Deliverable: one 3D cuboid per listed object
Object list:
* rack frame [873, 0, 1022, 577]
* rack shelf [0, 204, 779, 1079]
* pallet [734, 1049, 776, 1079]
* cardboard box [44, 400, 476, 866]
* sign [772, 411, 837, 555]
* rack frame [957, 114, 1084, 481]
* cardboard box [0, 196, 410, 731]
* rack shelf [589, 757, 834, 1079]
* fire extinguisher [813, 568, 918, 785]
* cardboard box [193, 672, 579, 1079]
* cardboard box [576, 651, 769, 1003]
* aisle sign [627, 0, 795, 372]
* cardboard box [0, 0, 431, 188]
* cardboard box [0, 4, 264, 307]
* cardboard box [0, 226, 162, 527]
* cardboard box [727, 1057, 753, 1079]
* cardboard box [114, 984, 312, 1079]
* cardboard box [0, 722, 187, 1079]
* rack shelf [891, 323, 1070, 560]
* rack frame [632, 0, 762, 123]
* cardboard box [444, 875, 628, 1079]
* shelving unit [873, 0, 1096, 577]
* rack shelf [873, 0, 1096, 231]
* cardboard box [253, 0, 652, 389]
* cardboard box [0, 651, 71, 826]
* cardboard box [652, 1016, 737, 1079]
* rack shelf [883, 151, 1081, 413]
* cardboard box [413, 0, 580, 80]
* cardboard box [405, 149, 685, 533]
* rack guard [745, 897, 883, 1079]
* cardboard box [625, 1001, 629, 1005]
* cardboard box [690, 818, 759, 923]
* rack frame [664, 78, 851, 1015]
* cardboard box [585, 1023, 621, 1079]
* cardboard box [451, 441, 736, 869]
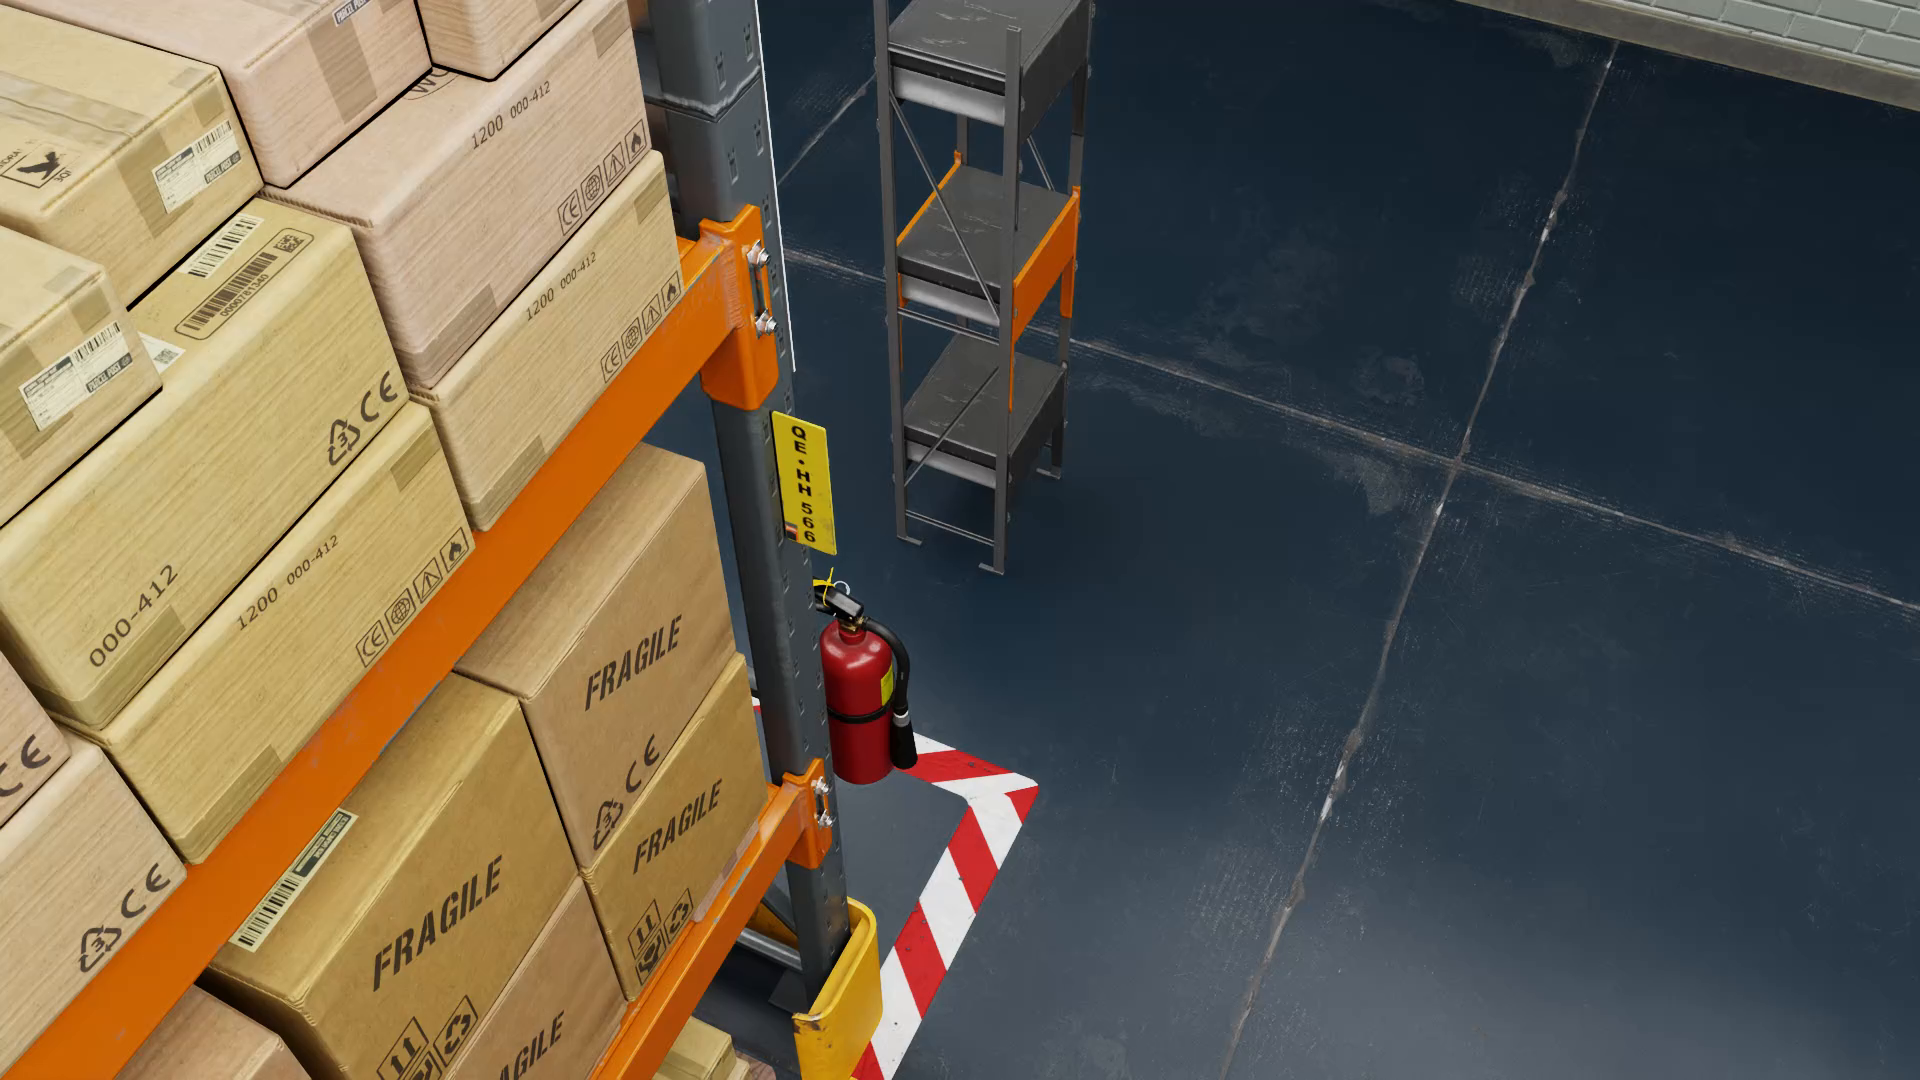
[{"bbox_3d":[-0.034,-0.626,4.904,0.400,2.100,0.015,20,52,16],"label":"rack frame"},{"bbox_3d":[-1.617,0.827,1.579,1.077,0.370,4.000,20,52,16],"label":"rack shelf"},{"bbox_3d":[-1.174,1.693,4.171,1.003,0.211,1.213,20,52,16],"label":"pallet"},{"bbox_3d":[-0.929,0.019,1.893,0.500,0.250,0.500,20,52,16],"label":"cardboard box"},{"bbox_3d":[-0.269,-0.094,2.893,0.100,0.325,0.005,20,52,16],"label":"sign"},{"bbox_3d":[0.175,-0.962,5.190,0.400,2.100,0.015,20,52,16],"label":"rack frame"},{"bbox_3d":[-0.946,-0.144,1.703,0.500,0.250,0.500,19,52,15],"label":"cardboard box"},{"bbox_3d":[-1.617,1.800,2.722,1.077,0.370,4.000,20,52,16],"label":"rack shelf"},{"bbox_3d":[-0.237,0.312,3.811,0.296,0.674,0.183,20,52,16],"label":"fire extinguisher"},{"bbox_3d":[-0.949,0.481,2.453,0.500,0.500,0.500,18,52,15],"label":"cardboard box"},{"bbox_3d":[-0.722,0.454,3.134,0.500,0.500,0.500,21,53,17],"label":"cardboard box"},{"bbox_3d":[-0.460,-0.606,2.589,0.394,0.787,0.004,20,52,16],"label":"aisle sign"},{"bbox_3d":[-0.813,-0.556,1.793,0.380,0.149,0.250,20,53,17],"label":"cardboard box"},{"bbox_3d":[-0.941,-0.386,1.648,0.380,0.149,0.250,18,52,15],"label":"cardboard box"},{"bbox_3d":[-0.956,-0.169,1.463,0.380,0.149,0.250,21,53,17],"label":"cardboard box"},{"bbox_3d":[-0.730,1.337,4.044,0.380,0.149,0.250,19,52,15],"label":"cardboard box"},{"bbox_3d":[-1.163,0.842,2.146,0.500,0.500,0.500,22,53,18],"label":"cardboard box"},{"bbox_3d":[-1.153,0.356,1.607,0.500,0.250,0.500,22,53,18],"label":"cardboard box"},{"bbox_3d":[0.071,-0.332,5.591,0.431,0.518,0.480,20,52,16],"label":"rack shelf"},{"bbox_3d":[-0.762,-1.755,1.335,1.000,3.000,0.127,20,52,16],"label":"rack frame"},{"bbox_3d":[-0.946,0.807,2.833,0.500,0.500,0.500,19,52,16],"label":"cardboard box"},{"bbox_3d":[0.071,-0.794,5.047,0.431,2.100,0.503,20,52,16],"label":"shelving unit"},{"bbox_3d":[0.071,-1.239,4.525,0.431,0.518,0.480,20,52,16],"label":"rack shelf"},{"bbox_3d":[-0.729,-0.496,2.003,0.500,0.250,0.500,18,52,15],"label":"cardboard box"},{"bbox_3d":[-1.168,0.208,1.404,0.500,0.250,0.500,21,53,17],"label":"cardboard box"},{"bbox_3d":[-0.759,1.231,3.938,0.380,0.149,0.250,20,53,16],"label":"cardboard box"},{"bbox_3d":[0.071,-0.786,5.058,0.431,0.518,0.480,20,52,16],"label":"rack shelf"},{"bbox_3d":[-0.639,-0.701,1.916,0.380,0.149,0.250,19,52,16],"label":"cardboard box"},{"bbox_3d":[-0.717,-0.335,2.194,0.500,0.250,0.500,19,52,15],"label":"cardboard box"},{"bbox_3d":[-0.795,1.052,4.527,1.175,0.500,0.348,20,52,16],"label":"rack guard"},{"bbox_3d":[-0.786,0.746,3.311,0.380,0.149,0.250,20,52,16],"label":"cardboard box"},{"bbox_3d":[-0.646,0.587,3.446,0.380,0.149,0.250,20,52,16],"label":"cardboard box"},{"bbox_3d":[-0.762,0.189,3.619,1.000,3.000,0.127,20,52,16],"label":"rack frame"},{"bbox_3d":[-0.880,0.924,3.159,0.380,0.149,0.250,19,52,16],"label":"cardboard box"},{"bbox_3d":[-0.733,0.132,2.750,0.500,0.500,0.500,19,52,15],"label":"cardboard box"}]
